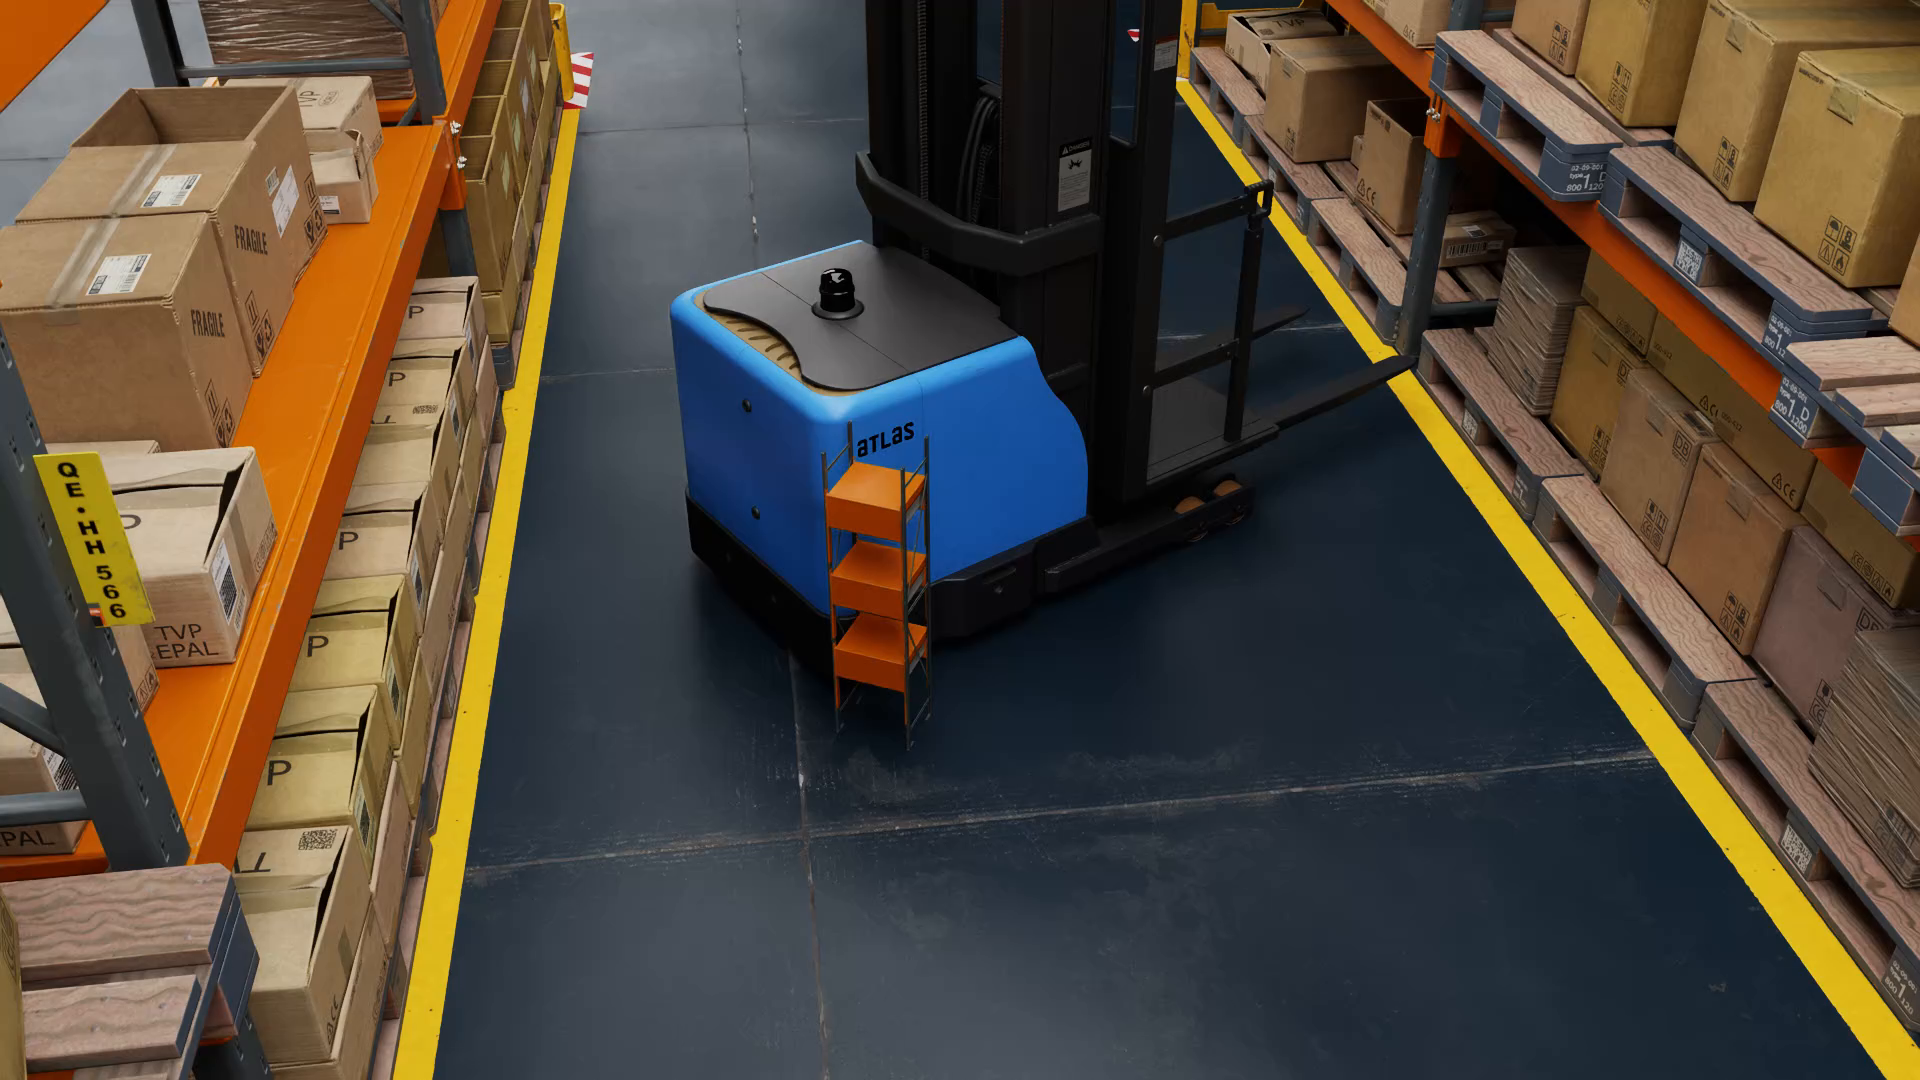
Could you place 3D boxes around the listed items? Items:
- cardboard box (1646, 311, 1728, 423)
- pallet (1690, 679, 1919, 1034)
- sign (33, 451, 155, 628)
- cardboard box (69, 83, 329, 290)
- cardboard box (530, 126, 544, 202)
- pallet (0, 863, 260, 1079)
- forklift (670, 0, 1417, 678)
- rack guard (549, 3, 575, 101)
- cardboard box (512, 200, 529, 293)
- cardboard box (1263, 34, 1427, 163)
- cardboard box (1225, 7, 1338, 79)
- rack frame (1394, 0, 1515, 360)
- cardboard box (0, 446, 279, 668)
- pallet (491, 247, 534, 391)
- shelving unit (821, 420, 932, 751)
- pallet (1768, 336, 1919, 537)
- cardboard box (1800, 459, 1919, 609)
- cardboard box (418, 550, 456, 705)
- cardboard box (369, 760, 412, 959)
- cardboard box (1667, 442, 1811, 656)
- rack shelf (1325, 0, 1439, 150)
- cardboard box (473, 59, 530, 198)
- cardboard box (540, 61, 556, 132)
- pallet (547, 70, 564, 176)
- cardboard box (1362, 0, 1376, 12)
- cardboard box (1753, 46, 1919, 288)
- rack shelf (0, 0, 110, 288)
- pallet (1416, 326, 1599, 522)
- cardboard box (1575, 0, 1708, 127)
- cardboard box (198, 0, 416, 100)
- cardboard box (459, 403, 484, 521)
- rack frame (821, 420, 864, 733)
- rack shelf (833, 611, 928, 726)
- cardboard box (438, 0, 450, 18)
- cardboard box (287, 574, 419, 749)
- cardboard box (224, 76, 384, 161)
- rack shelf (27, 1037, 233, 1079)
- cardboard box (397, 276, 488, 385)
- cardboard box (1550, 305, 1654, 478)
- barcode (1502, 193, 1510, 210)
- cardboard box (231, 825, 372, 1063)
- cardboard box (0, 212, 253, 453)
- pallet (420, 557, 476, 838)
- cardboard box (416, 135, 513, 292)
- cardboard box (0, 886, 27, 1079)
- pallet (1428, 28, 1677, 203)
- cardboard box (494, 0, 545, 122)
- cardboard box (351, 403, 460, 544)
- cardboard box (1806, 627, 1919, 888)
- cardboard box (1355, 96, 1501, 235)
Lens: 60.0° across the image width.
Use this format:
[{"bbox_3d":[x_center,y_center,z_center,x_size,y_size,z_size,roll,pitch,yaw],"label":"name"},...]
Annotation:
[{"bbox_3d":[2.720,-0.627,5.670,0.500,0.250,0.500,-5,35,-8],"label":"cardboard box"},{"bbox_3d":[2.902,0.835,4.838,1.003,0.211,1.213,-4,35,-6],"label":"pallet"},{"bbox_3d":[-1.366,0.004,2.623,0.100,0.325,0.005,-4,35,-6],"label":"sign"},{"bbox_3d":[-2.282,-1.054,5.044,0.500,0.500,0.500,-2,34,-3],"label":"cardboard box"},{"bbox_3d":[-2.400,-1.893,8.432,0.500,0.250,0.500,-4,35,-6],"label":"cardboard box"},{"bbox_3d":[-1.741,0.948,2.366,1.213,0.211,1.003,-4,35,-6],"label":"pallet"},{"bbox_3d":[0.501,-1.421,5.732,3.031,2.935,1.130,-23,40,-30],"label":"forklift"},{"bbox_3d":[-2.981,-2.949,10.133,1.175,0.500,0.348,-4,35,-6],"label":"rack guard"},{"bbox_3d":[-2.264,-1.335,7.614,0.500,0.250,0.500,-4,35,-6],"label":"cardboard box"},{"bbox_3d":[2.060,-2.370,8.894,0.700,0.500,0.500,-6,35,-9],"label":"cardboard box"},{"bbox_3d":[1.934,-3.023,10.020,0.500,0.311,0.500,-8,35,-12],"label":"cardboard box"},{"bbox_3d":[2.468,-2.114,6.688,1.000,3.000,0.127,-4,35,-6],"label":"rack frame"},{"bbox_3d":[-1.831,0.019,3.638,0.500,0.311,0.500,-5,35,-7],"label":"cardboard box"},{"bbox_3d":[-2.506,-1.031,7.575,1.003,0.211,1.213,-4,35,-6],"label":"pallet"},{"bbox_3d":[-0.244,0.158,5.086,0.252,1.050,0.215,12,36,17],"label":"shelving unit"},{"bbox_3d":[2.805,-0.192,4.038,1.213,0.211,1.003,-4,35,-6],"label":"pallet"},{"bbox_3d":[2.843,-0.061,4.839,0.500,0.250,0.500,-4,34,-5],"label":"cardboard box"},{"bbox_3d":[-1.895,0.288,5.233,0.500,0.250,0.500,-4,34,-5],"label":"cardboard box"},{"bbox_3d":[-1.750,0.864,4.388,0.500,0.250,0.500,-5,35,-8],"label":"cardboard box"},{"bbox_3d":[2.809,0.000,5.415,0.700,0.500,0.500,-5,35,-7],"label":"cardboard box"},{"bbox_3d":[2.199,-2.932,8.528,1.077,0.370,4.000,-4,35,-6],"label":"rack shelf"},{"bbox_3d":[-2.327,-1.924,7.812,0.500,0.500,0.500,-4,35,-6],"label":"cardboard box"},{"bbox_3d":[-2.534,-2.451,9.251,0.500,0.250,0.500,-4,35,-6],"label":"cardboard box"},{"bbox_3d":[-2.834,-2.393,9.573,1.003,0.211,1.213,-4,35,-6],"label":"pallet"},{"bbox_3d":[2.045,-2.580,7.487,0.500,0.250,0.500,-4,35,-6],"label":"cardboard box"},{"bbox_3d":[2.743,-1.060,4.662,0.700,0.500,0.500,-4,35,-6],"label":"cardboard box"},{"bbox_3d":[-2.171,-1.562,3.854,1.077,0.370,4.000,-4,35,-6],"label":"rack shelf"},{"bbox_3d":[2.574,-0.527,6.836,1.003,0.211,1.213,-4,35,-6],"label":"pallet"},{"bbox_3d":[2.571,-1.738,5.657,0.700,0.500,0.500,-1,34,-1],"label":"cardboard box"},{"bbox_3d":[-2.506,-2.025,6.469,0.700,0.500,0.500,-5,35,-8],"label":"cardboard box"},{"bbox_3d":[-2.031,-0.282,6.069,0.500,0.250,0.500,-5,35,-7],"label":"cardboard box"},{"bbox_3d":[-0.358,0.134,5.121,0.008,1.050,0.200,12,36,17],"label":"rack frame"},{"bbox_3d":[-0.244,0.397,5.248,0.240,0.259,0.215,12,36,17],"label":"rack shelf"},{"bbox_3d":[-2.647,-2.599,7.311,0.700,0.500,0.500,-4,34,-6],"label":"cardboard box"},{"bbox_3d":[-1.827,0.335,4.666,0.500,0.311,0.500,-5,35,-8],"label":"cardboard box"},{"bbox_3d":[-2.331,-1.403,5.778,0.500,0.250,0.500,-2,34,-3],"label":"cardboard box"},{"bbox_3d":[-1.633,1.909,1.424,1.077,0.370,4.000,-4,35,-6],"label":"rack shelf"},{"bbox_3d":[-2.102,-0.801,6.333,0.500,0.311,0.500,-4,35,-6],"label":"cardboard box"},{"bbox_3d":[2.703,-0.568,6.249,0.700,0.500,0.500,-5,35,-7],"label":"cardboard box"},{"bbox_3d":[2.651,-1.644,8.076,0.001,0.075,0.075,-4,35,-6],"label":"barcode"},{"bbox_3d":[-1.682,0.912,3.818,0.500,0.311,0.500,-3,34,-5],"label":"cardboard box"},{"bbox_3d":[-2.144,-0.481,4.203,0.500,0.500,0.500,-6,35,-9],"label":"cardboard box"},{"bbox_3d":[-2.135,0.506,5.319,1.003,0.211,1.213,-4,35,-6],"label":"pallet"},{"bbox_3d":[-2.192,-1.366,6.994,0.500,0.500,0.500,-4,35,-6],"label":"cardboard box"},{"bbox_3d":[-1.706,0.624,2.209,0.700,0.500,0.500,-16,37,-22],"label":"cardboard box"},{"bbox_3d":[2.427,-1.597,6.100,1.003,0.211,1.213,-4,35,-6],"label":"pallet"},{"bbox_3d":[-2.462,-2.482,8.631,0.500,0.500,0.500,-4,35,-6],"label":"cardboard box"},{"bbox_3d":[-1.961,-0.233,5.498,0.500,0.311,0.500,-4,35,-7],"label":"cardboard box"},{"bbox_3d":[2.858,0.572,4.576,0.700,0.500,0.500,-4,34,-6],"label":"cardboard box"},{"bbox_3d":[2.289,-1.839,8.113,0.500,0.500,0.500,-7,35,-10],"label":"cardboard box"}]
